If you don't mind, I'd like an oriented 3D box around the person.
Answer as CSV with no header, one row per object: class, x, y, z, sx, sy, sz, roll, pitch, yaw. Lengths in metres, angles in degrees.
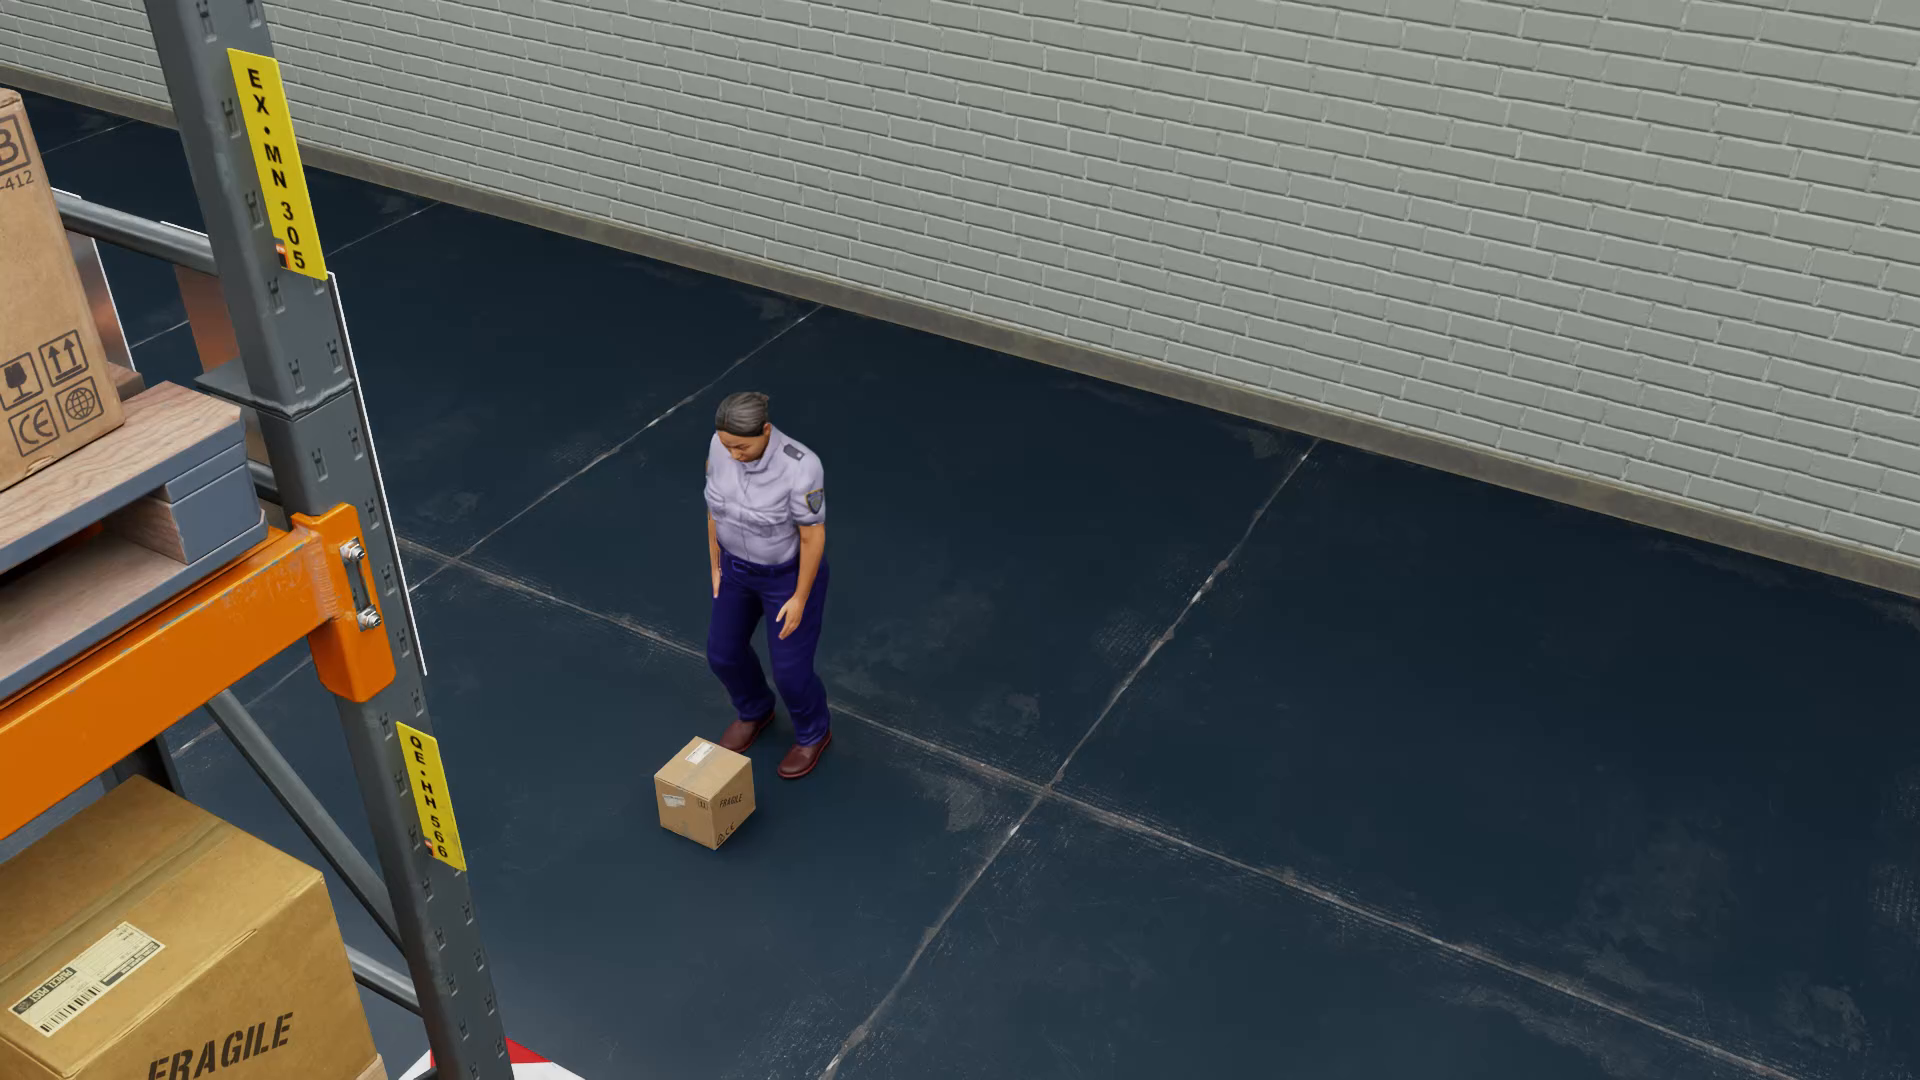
person,-0.678,0.140,5.998,0.496,1.607,0.397,19,39,25
